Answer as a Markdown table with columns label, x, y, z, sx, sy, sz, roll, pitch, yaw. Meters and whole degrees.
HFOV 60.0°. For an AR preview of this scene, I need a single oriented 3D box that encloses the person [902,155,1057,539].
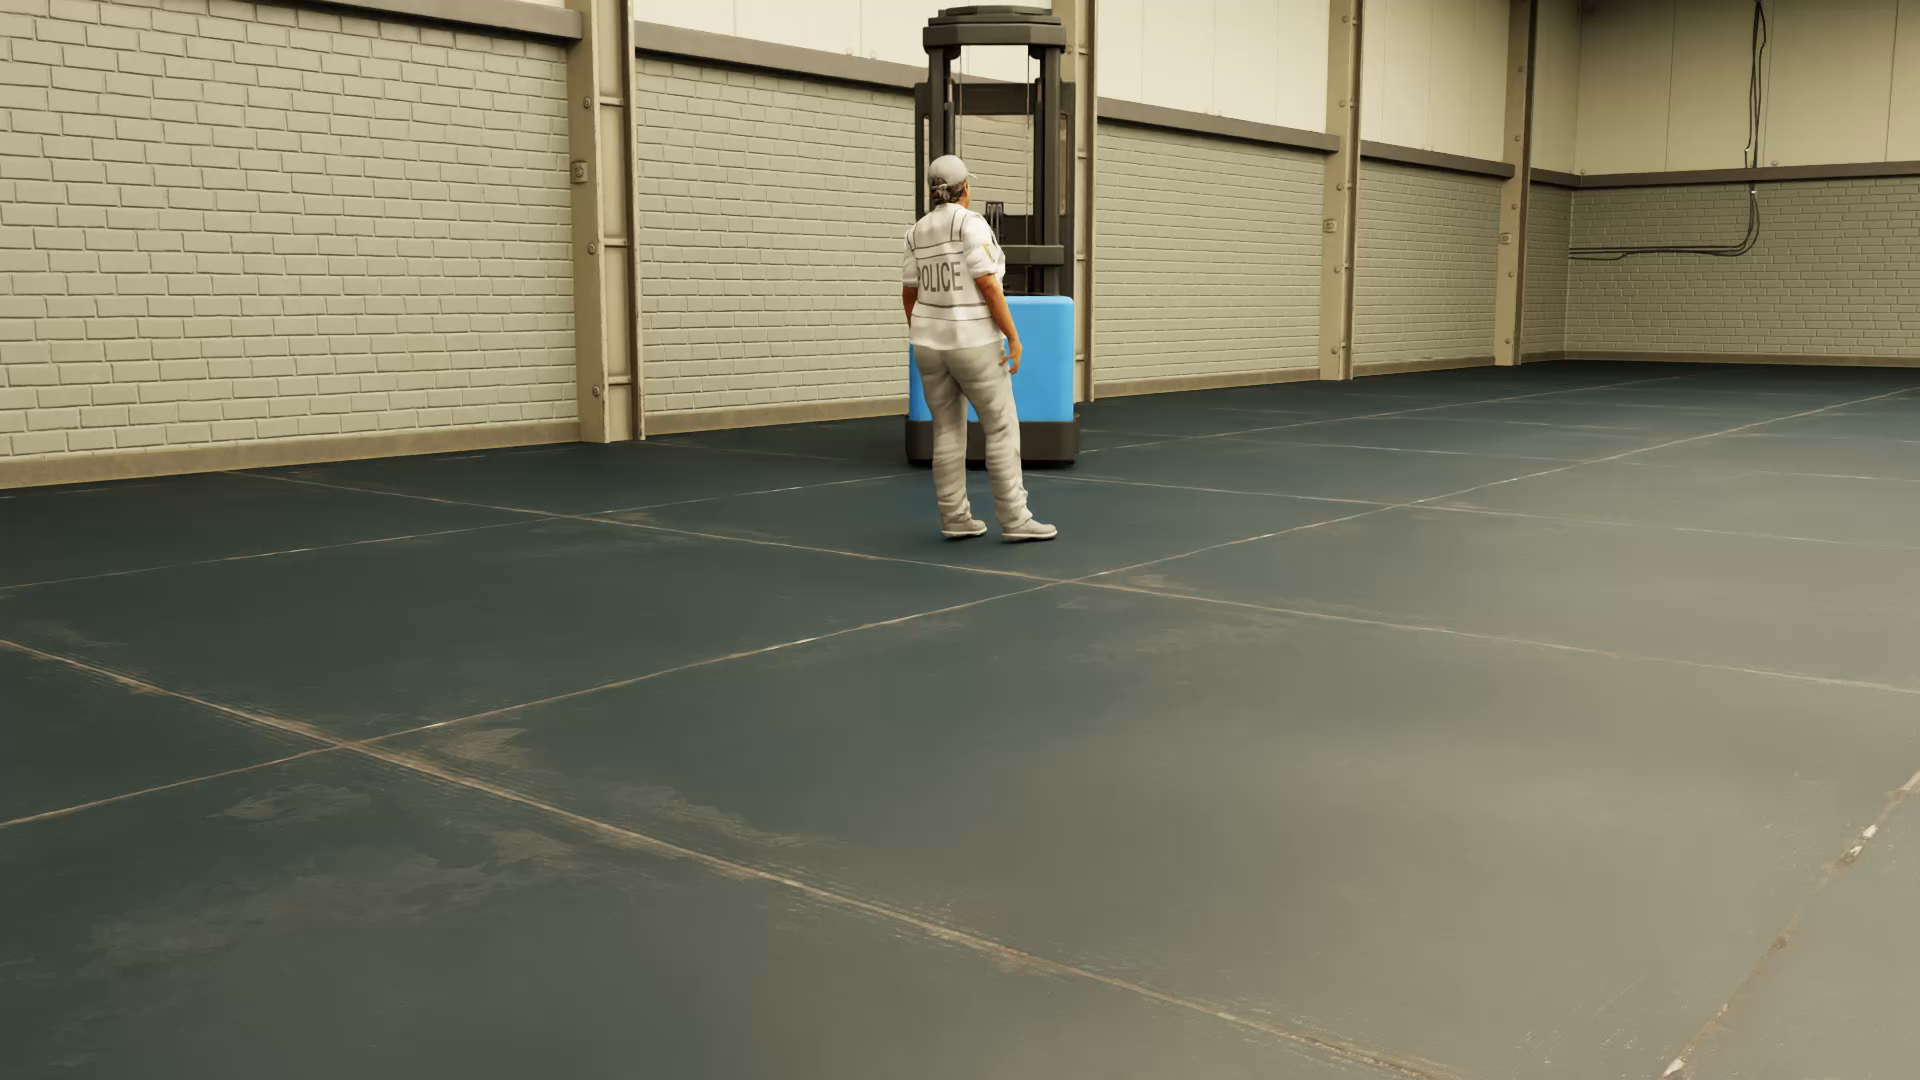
| label | x | y | z | sx | sy | sz | roll | pitch | yaw |
| --- | --- | --- | --- | --- | --- | --- | --- | --- | --- |
| person | 0.066 | -0.838 | 7.328 | 0.598 | 1.670 | 0.529 | 7 | 11 | 38 |

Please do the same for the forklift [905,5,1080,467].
| label | x | y | z | sx | sy | sz | roll | pitch | yaw |
| --- | --- | --- | --- | --- | --- | --- | --- | --- | --- |
| forklift | 0.247 | -2.093 | 11.585 | 1.130 | 2.935 | 3.031 | 0 | 8 | 2 |
